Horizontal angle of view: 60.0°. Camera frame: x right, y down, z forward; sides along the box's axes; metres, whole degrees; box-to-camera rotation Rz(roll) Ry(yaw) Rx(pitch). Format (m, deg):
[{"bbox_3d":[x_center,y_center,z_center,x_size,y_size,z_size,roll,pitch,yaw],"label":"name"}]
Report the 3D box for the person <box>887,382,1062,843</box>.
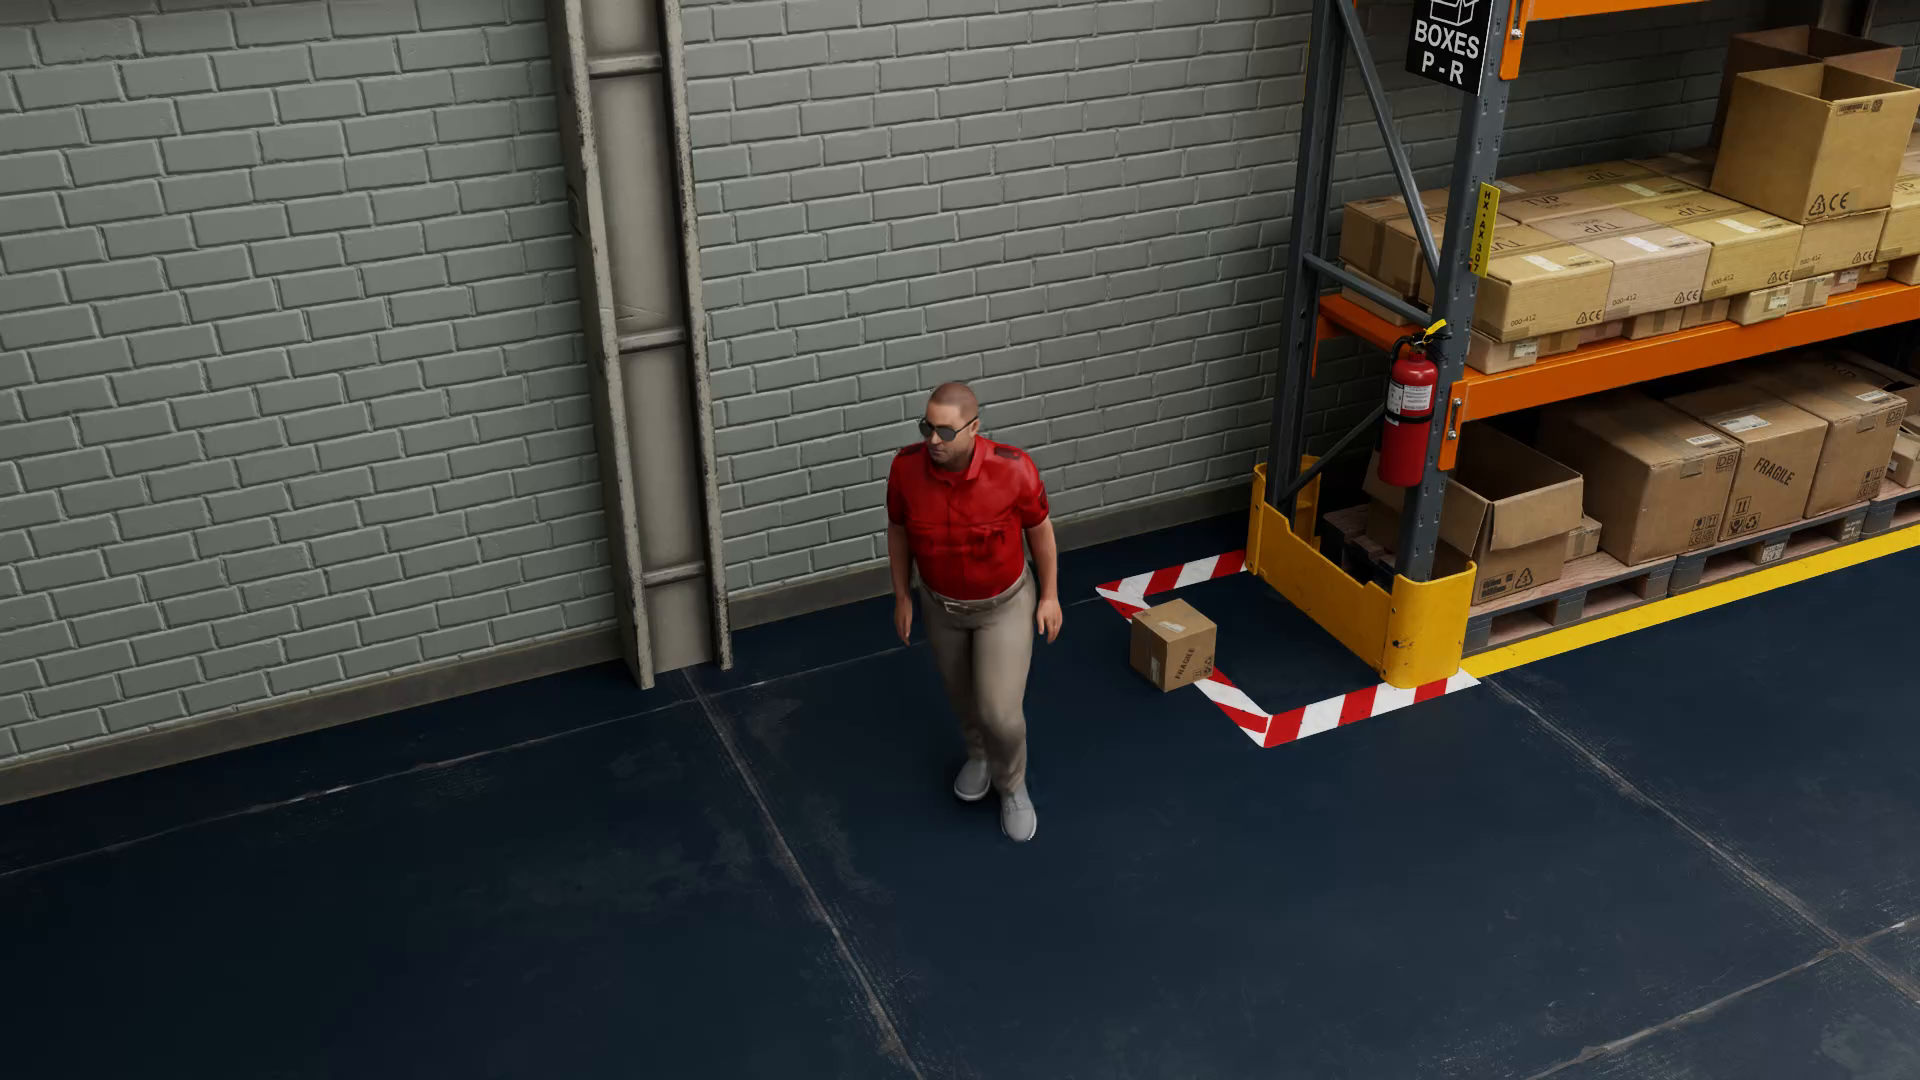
[{"bbox_3d":[0.053,0.225,5.771,0.600,1.753,0.515,10,31,18],"label":"person"}]
